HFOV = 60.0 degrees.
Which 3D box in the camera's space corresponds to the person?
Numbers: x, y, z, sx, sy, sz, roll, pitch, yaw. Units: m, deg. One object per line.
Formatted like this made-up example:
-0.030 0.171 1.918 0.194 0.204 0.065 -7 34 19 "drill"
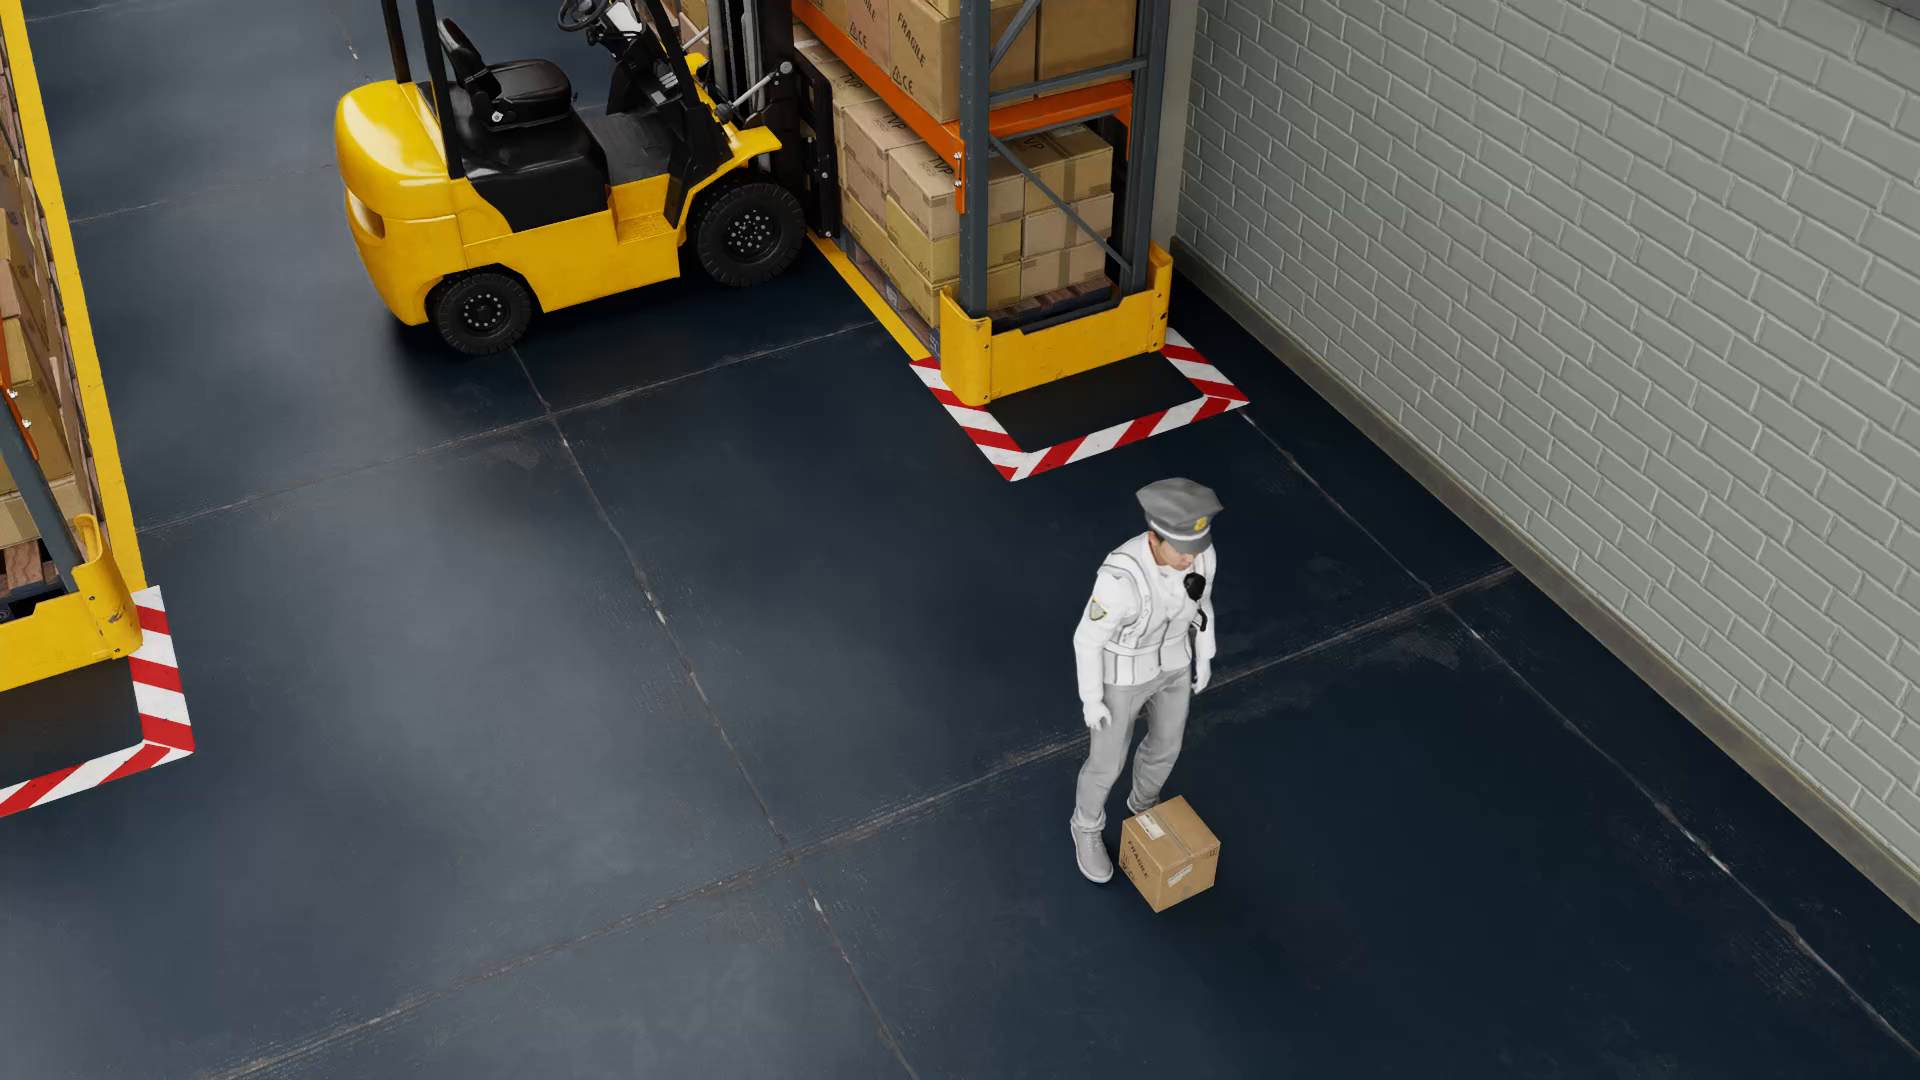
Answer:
0.629 0.457 5.639 0.529 1.664 0.375 -19 45 -20 "person"
